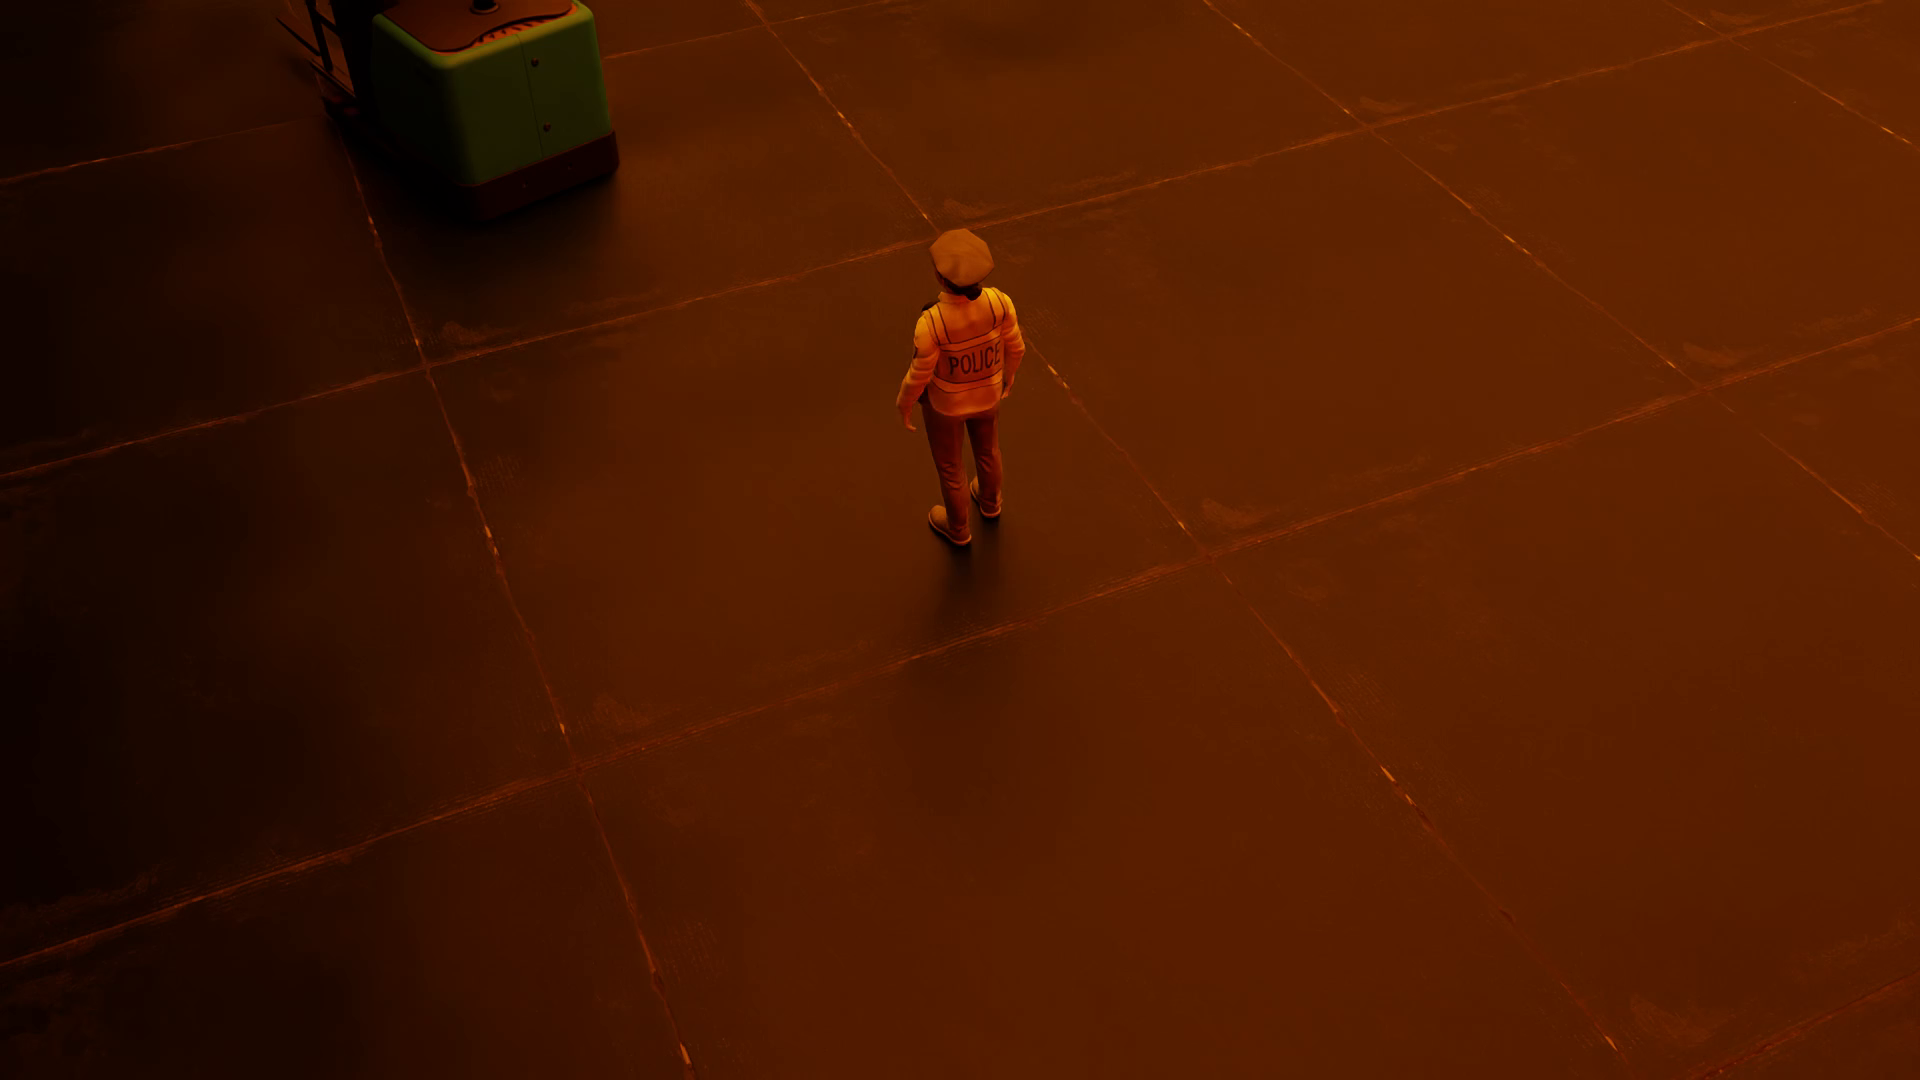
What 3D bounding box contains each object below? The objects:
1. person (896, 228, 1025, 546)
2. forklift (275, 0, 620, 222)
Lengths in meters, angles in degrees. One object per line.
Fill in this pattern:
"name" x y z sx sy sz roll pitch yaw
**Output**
"person" -0.022 -0.669 7.293 0.586 1.694 0.530 -18 46 -18
"forklift" -3.429 -3.861 9.817 1.130 2.935 3.031 -31 51 -29
